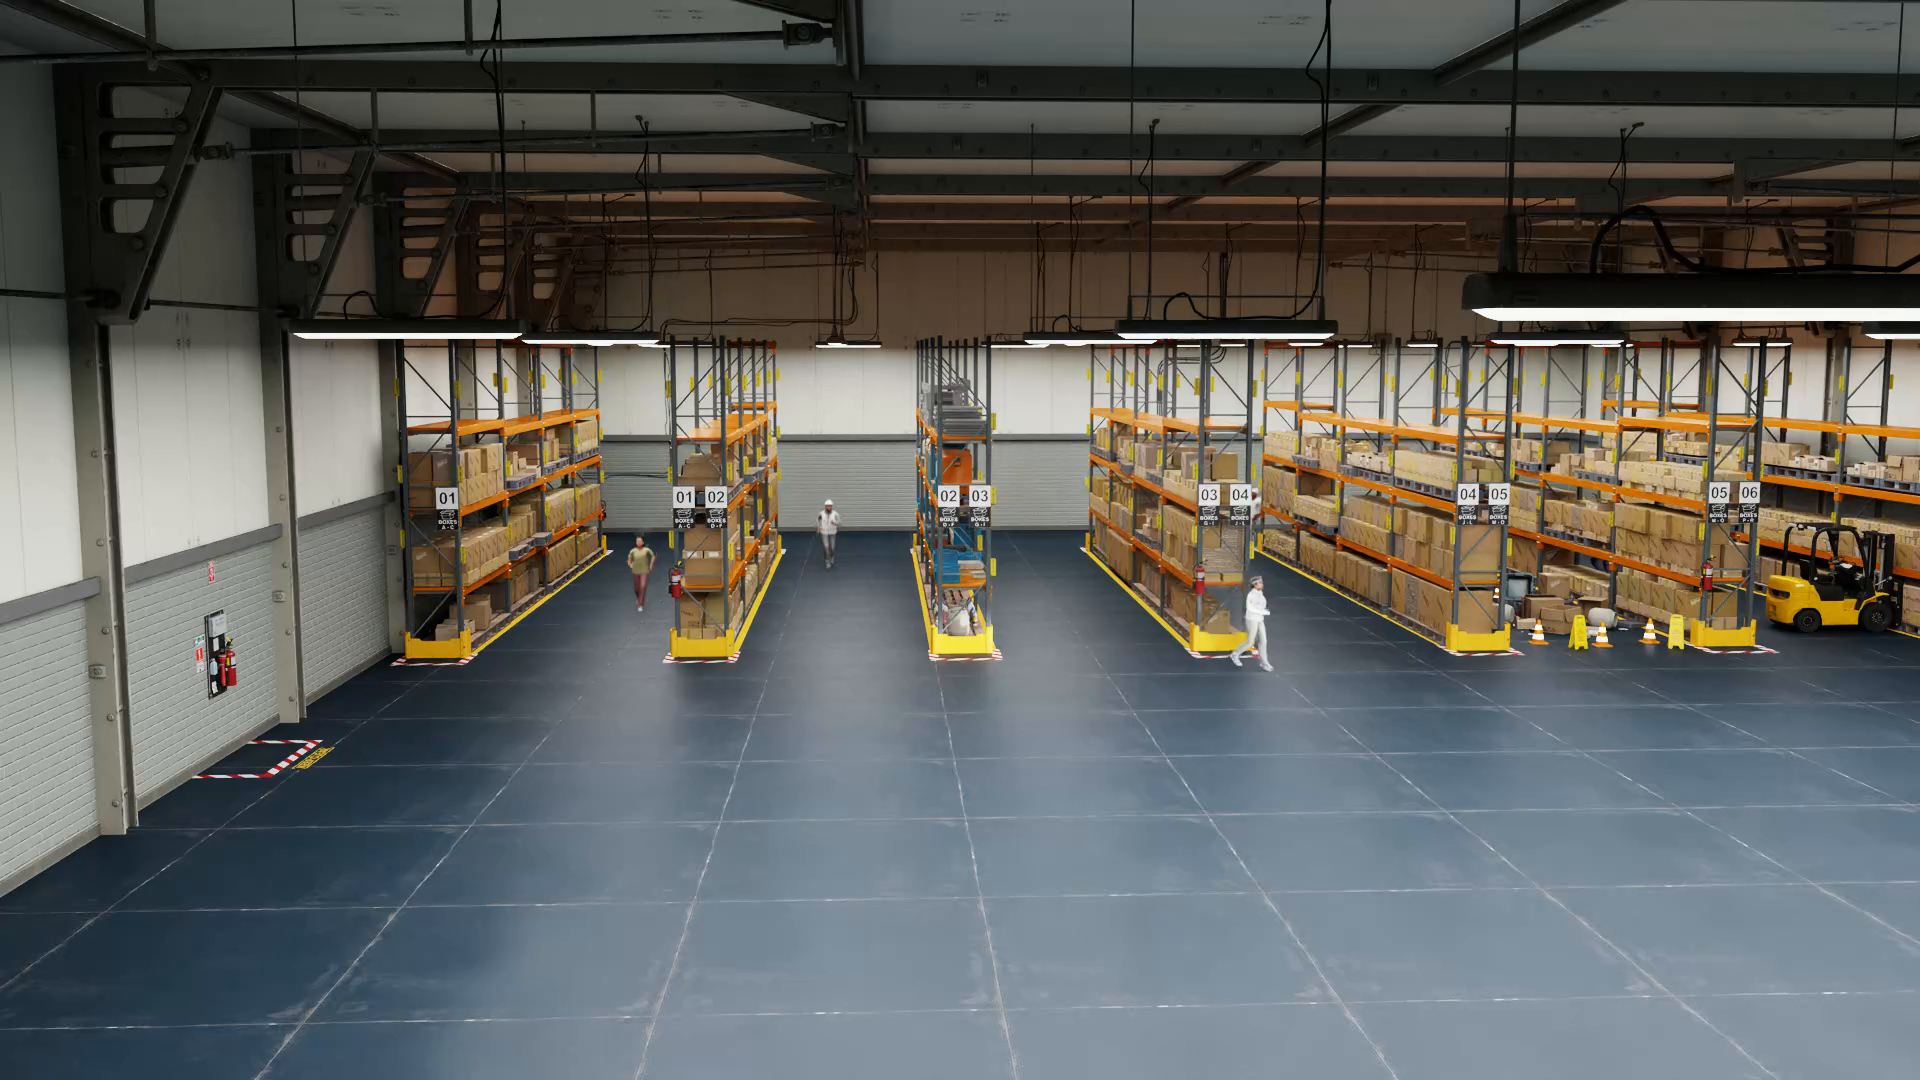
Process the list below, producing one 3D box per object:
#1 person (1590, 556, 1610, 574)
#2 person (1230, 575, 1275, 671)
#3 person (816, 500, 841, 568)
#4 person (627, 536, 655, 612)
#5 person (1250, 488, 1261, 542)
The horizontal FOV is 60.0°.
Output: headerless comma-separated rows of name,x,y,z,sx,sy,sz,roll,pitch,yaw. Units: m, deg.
person,16.120,0.175,41.765,0.583,1.689,0.680,-1,7,-5
person,5.292,1.481,29.984,0.827,1.722,0.635,4,8,33
person,-3.463,-0.180,43.973,0.653,1.765,0.971,-1,7,-7
person,-7.071,0.733,36.866,0.593,1.640,0.875,-1,7,-6
person,8.663,-0.669,48.922,0.586,1.721,0.717,-5,8,-39
